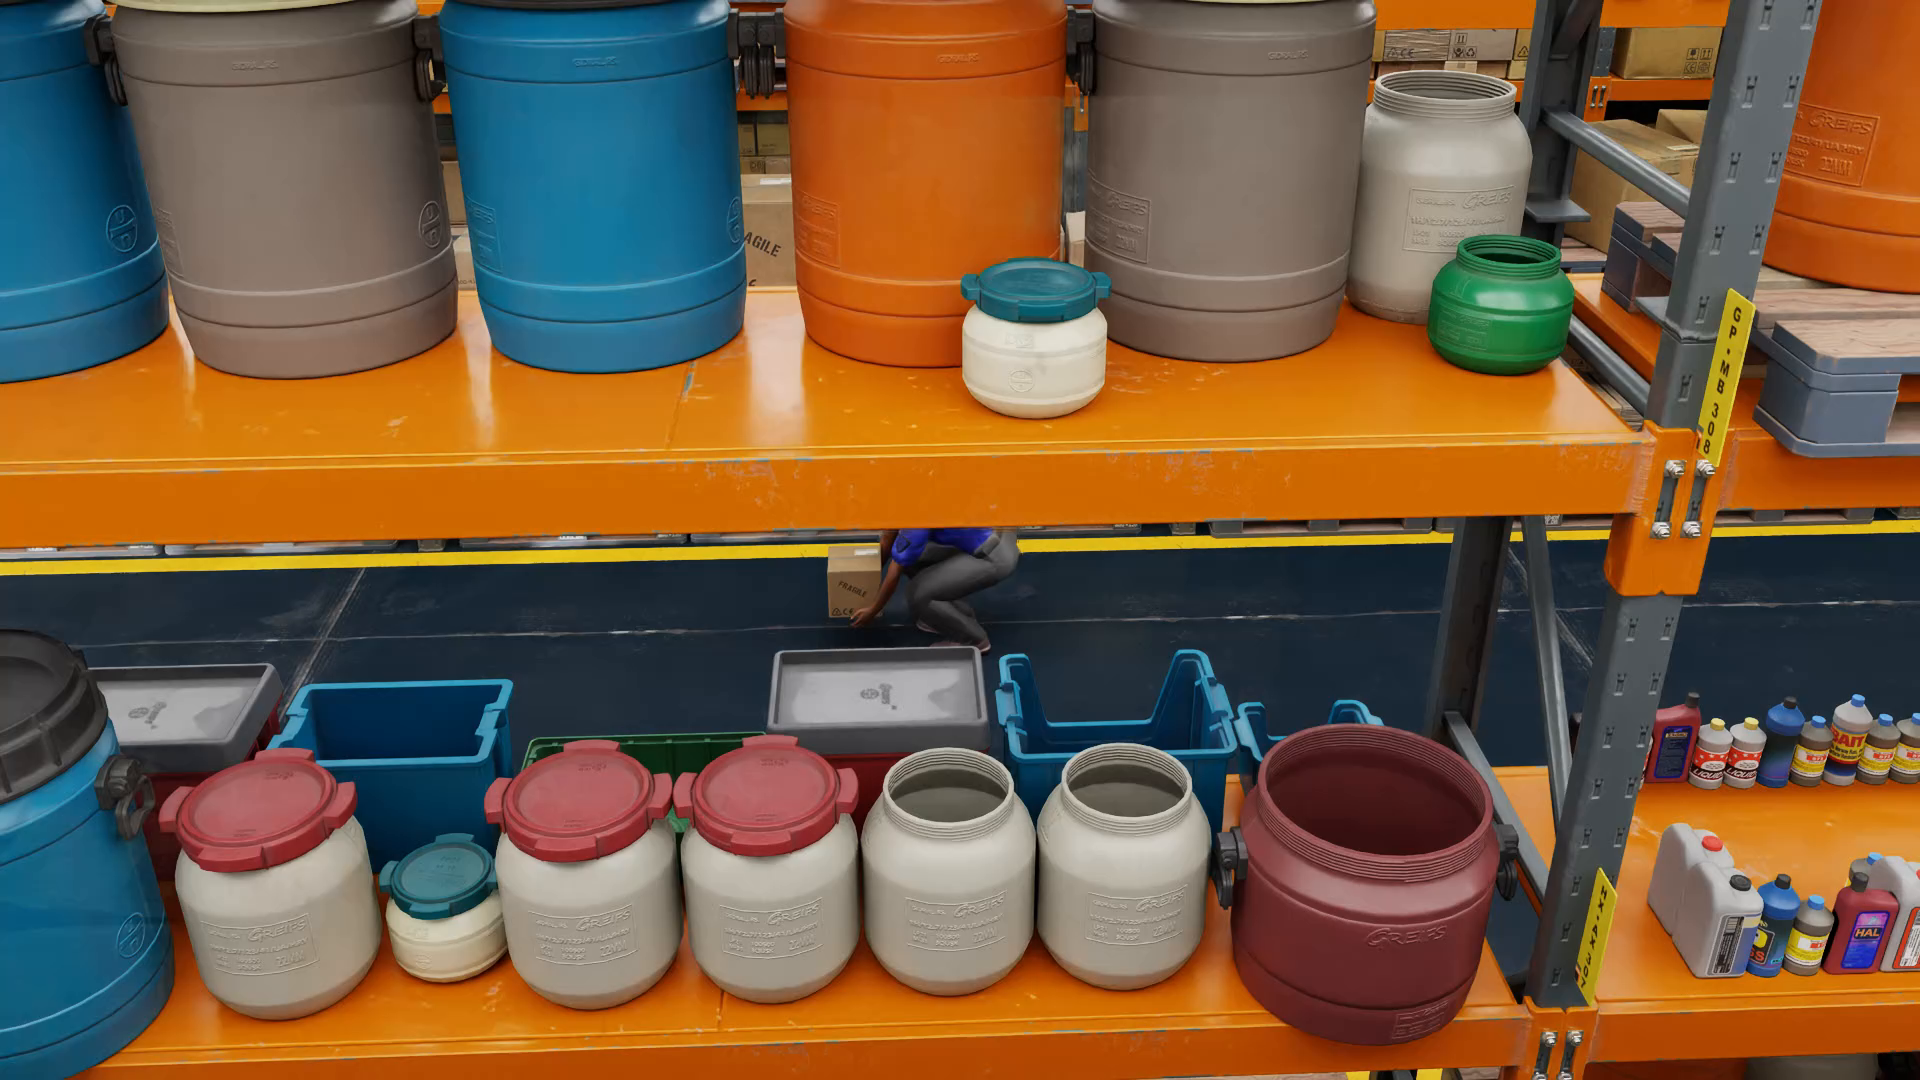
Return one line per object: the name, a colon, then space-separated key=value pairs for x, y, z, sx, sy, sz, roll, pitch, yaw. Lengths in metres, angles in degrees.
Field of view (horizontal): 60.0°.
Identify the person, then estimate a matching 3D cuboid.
person: x=-0.127 y=0.073 z=7.748 sx=0.808 sy=0.958 sz=0.475 roll=-1 pitch=28 yaw=-3
